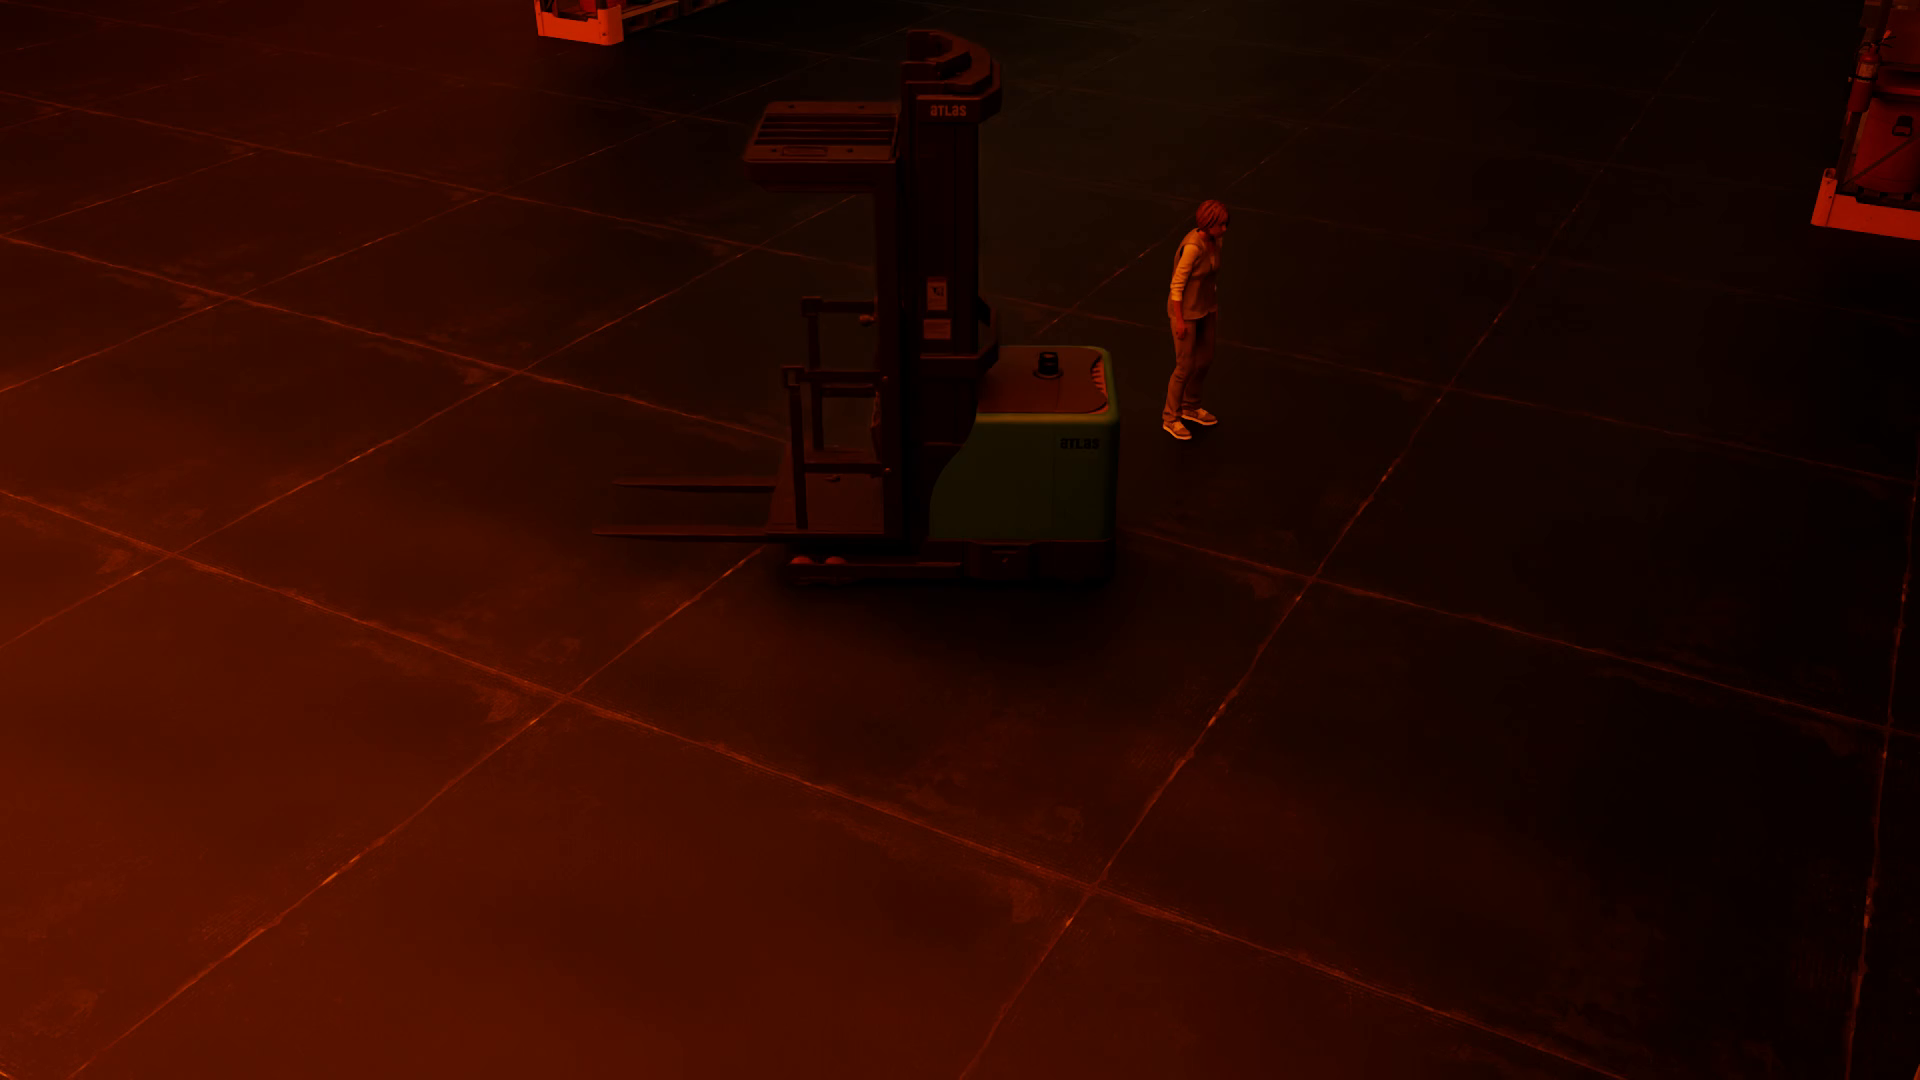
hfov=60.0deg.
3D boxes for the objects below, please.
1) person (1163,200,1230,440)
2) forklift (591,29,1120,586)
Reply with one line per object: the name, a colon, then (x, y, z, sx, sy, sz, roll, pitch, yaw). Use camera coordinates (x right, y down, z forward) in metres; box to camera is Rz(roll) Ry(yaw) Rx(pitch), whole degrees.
person: (1.553, -1.472, 10.975, 0.349, 1.578, 0.470, 24, 38, 35)
forklift: (-0.618, -1.268, 9.268, 3.031, 2.935, 1.130, 1, 30, 1)
